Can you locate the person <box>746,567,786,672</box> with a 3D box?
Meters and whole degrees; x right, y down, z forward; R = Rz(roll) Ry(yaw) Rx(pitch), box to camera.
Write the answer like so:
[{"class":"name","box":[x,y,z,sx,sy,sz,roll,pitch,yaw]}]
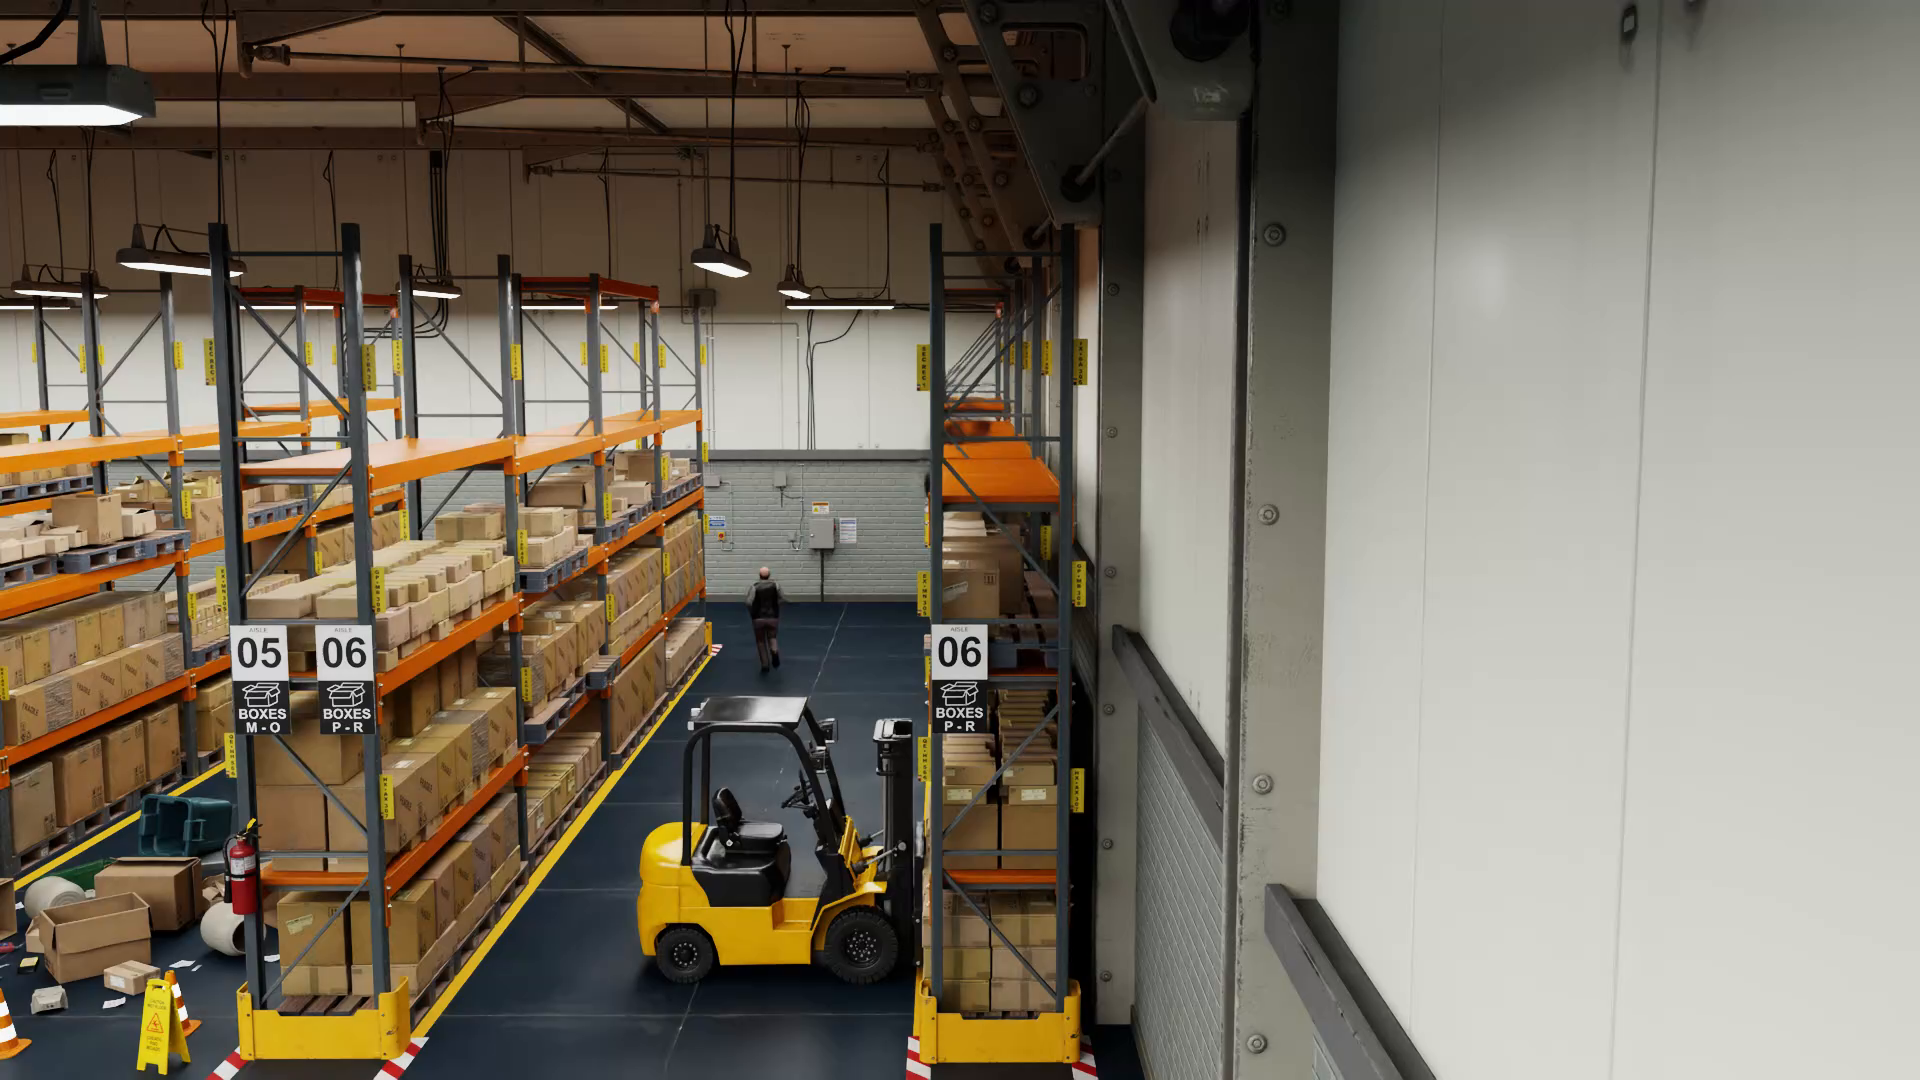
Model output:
[{"class":"person","box":[-3.086,1.260,26.386,0.649,1.670,0.550,-2,7,-18]}]
